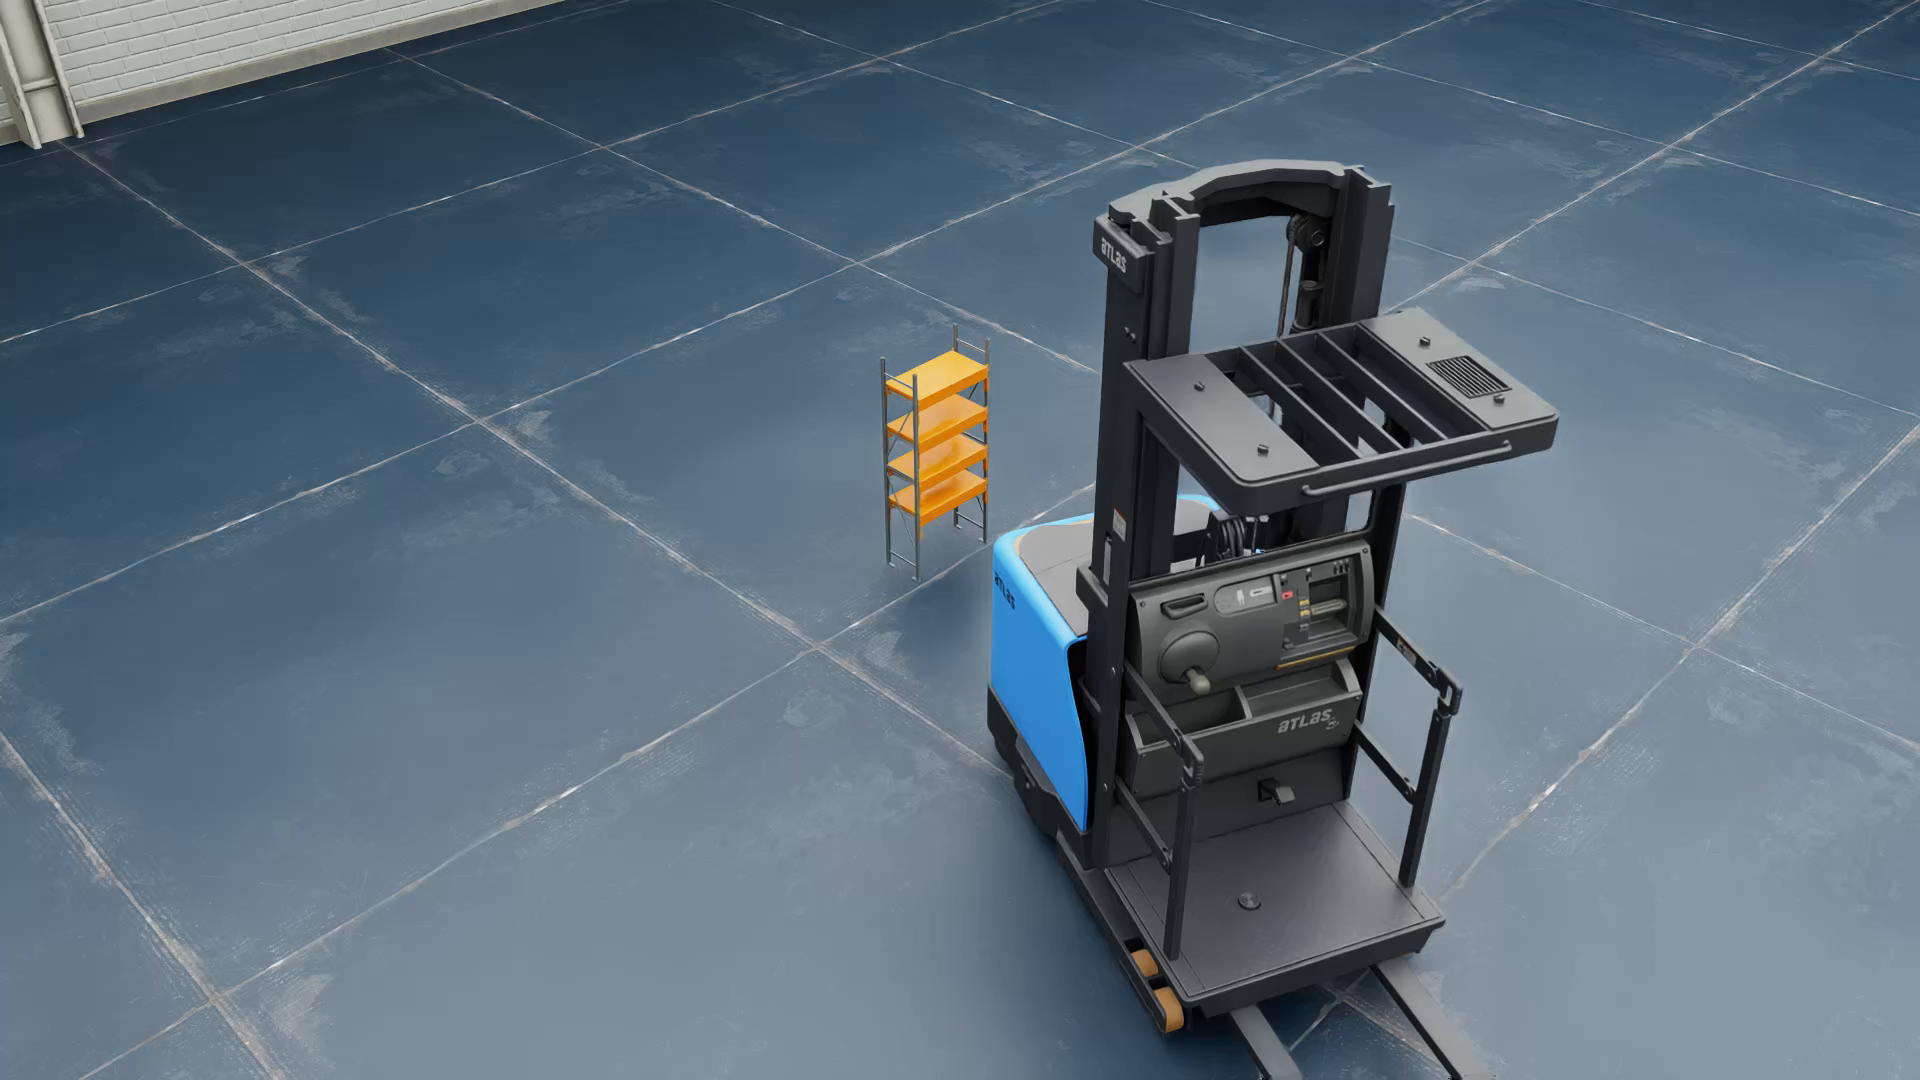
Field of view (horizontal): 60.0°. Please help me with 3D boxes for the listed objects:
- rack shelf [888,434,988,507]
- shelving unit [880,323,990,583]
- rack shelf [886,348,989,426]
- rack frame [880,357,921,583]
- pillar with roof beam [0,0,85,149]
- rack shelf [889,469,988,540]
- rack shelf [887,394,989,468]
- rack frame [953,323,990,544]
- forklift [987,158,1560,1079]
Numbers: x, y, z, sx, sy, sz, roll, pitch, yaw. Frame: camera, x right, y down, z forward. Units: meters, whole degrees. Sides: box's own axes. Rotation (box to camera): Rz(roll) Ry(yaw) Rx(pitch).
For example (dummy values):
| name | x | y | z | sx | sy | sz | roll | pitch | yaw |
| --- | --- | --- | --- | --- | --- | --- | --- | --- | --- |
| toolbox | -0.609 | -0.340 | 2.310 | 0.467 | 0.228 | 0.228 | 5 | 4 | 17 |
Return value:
| name | x | y | z | sx | sy | sz | roll | pitch | yaw |
| --- | --- | --- | --- | --- | --- | --- | --- | --- | --- |
| rack shelf | -0.117 | -0.370 | 8.340 | 0.258 | 0.148 | 0.480 | 30 | 45 | 35 |
| shelving unit | -0.117 | -0.425 | 8.301 | 0.258 | 1.200 | 0.503 | 30 | 45 | 35 |
| rack shelf | -0.117 | -0.747 | 8.076 | 0.258 | 0.148 | 0.480 | 30 | 45 | 35 |
| rack frame | -0.289 | -0.326 | 8.159 | 0.240 | 1.200 | 0.015 | 30 | 45 | 35 |
| pillar with roof beam | -4.249 | -5.193 | 8.321 | 9.100 | 9.000 | 0.400 | 30 | 45 | 35 |
| rack shelf | -0.117 | -0.207 | 8.453 | 0.258 | 0.148 | 0.480 | 30 | 45 | 35 |
| rack shelf | -0.117 | -0.553 | 8.212 | 0.258 | 0.148 | 0.480 | 30 | 45 | 35 |
| rack frame | 0.055 | -0.524 | 8.443 | 0.240 | 1.200 | 0.015 | 30 | 45 | 35 |
| forklift | 1.122 | 0.341 | 5.689 | 1.130 | 2.935 | 3.031 | -12 | 37 | -17 |
